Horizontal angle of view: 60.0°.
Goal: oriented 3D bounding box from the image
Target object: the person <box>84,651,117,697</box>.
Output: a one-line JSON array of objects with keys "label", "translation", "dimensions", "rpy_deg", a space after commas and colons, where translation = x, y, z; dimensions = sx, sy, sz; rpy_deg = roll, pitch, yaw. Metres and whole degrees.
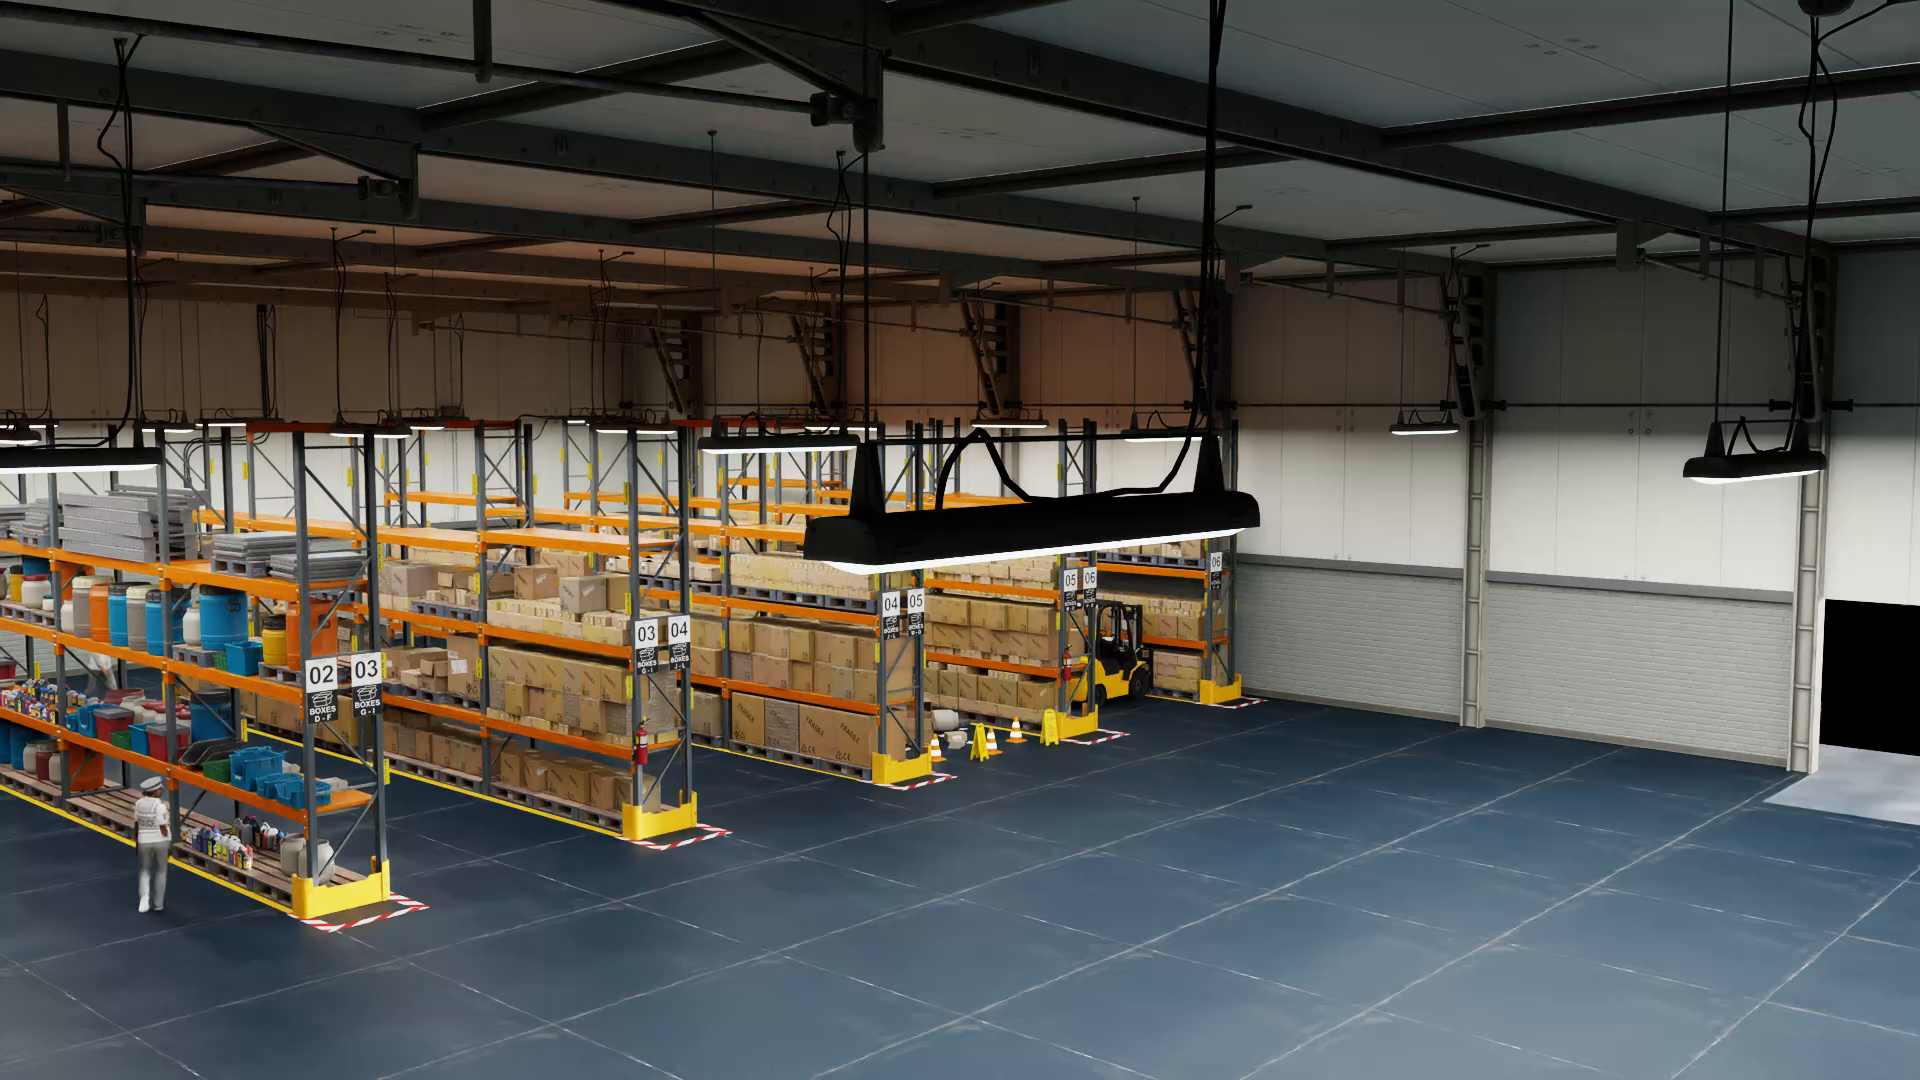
[{"label": "person", "translation": [-17.742, 2.650, 34.369], "dimensions": [1.029, 1.728, 0.491], "rpy_deg": [2, 5, 20]}]

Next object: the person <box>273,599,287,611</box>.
[{"label": "person", "translation": [-16.611, 2.185, 40.723], "dimensions": [0.520, 1.662, 0.513], "rpy_deg": [-4, 6, -42]}]

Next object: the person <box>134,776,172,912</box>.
[{"label": "person", "translation": [-10.044, 3.789, 20.673], "dimensions": [0.448, 1.680, 0.524], "rpy_deg": [-1, 5, -14]}]
